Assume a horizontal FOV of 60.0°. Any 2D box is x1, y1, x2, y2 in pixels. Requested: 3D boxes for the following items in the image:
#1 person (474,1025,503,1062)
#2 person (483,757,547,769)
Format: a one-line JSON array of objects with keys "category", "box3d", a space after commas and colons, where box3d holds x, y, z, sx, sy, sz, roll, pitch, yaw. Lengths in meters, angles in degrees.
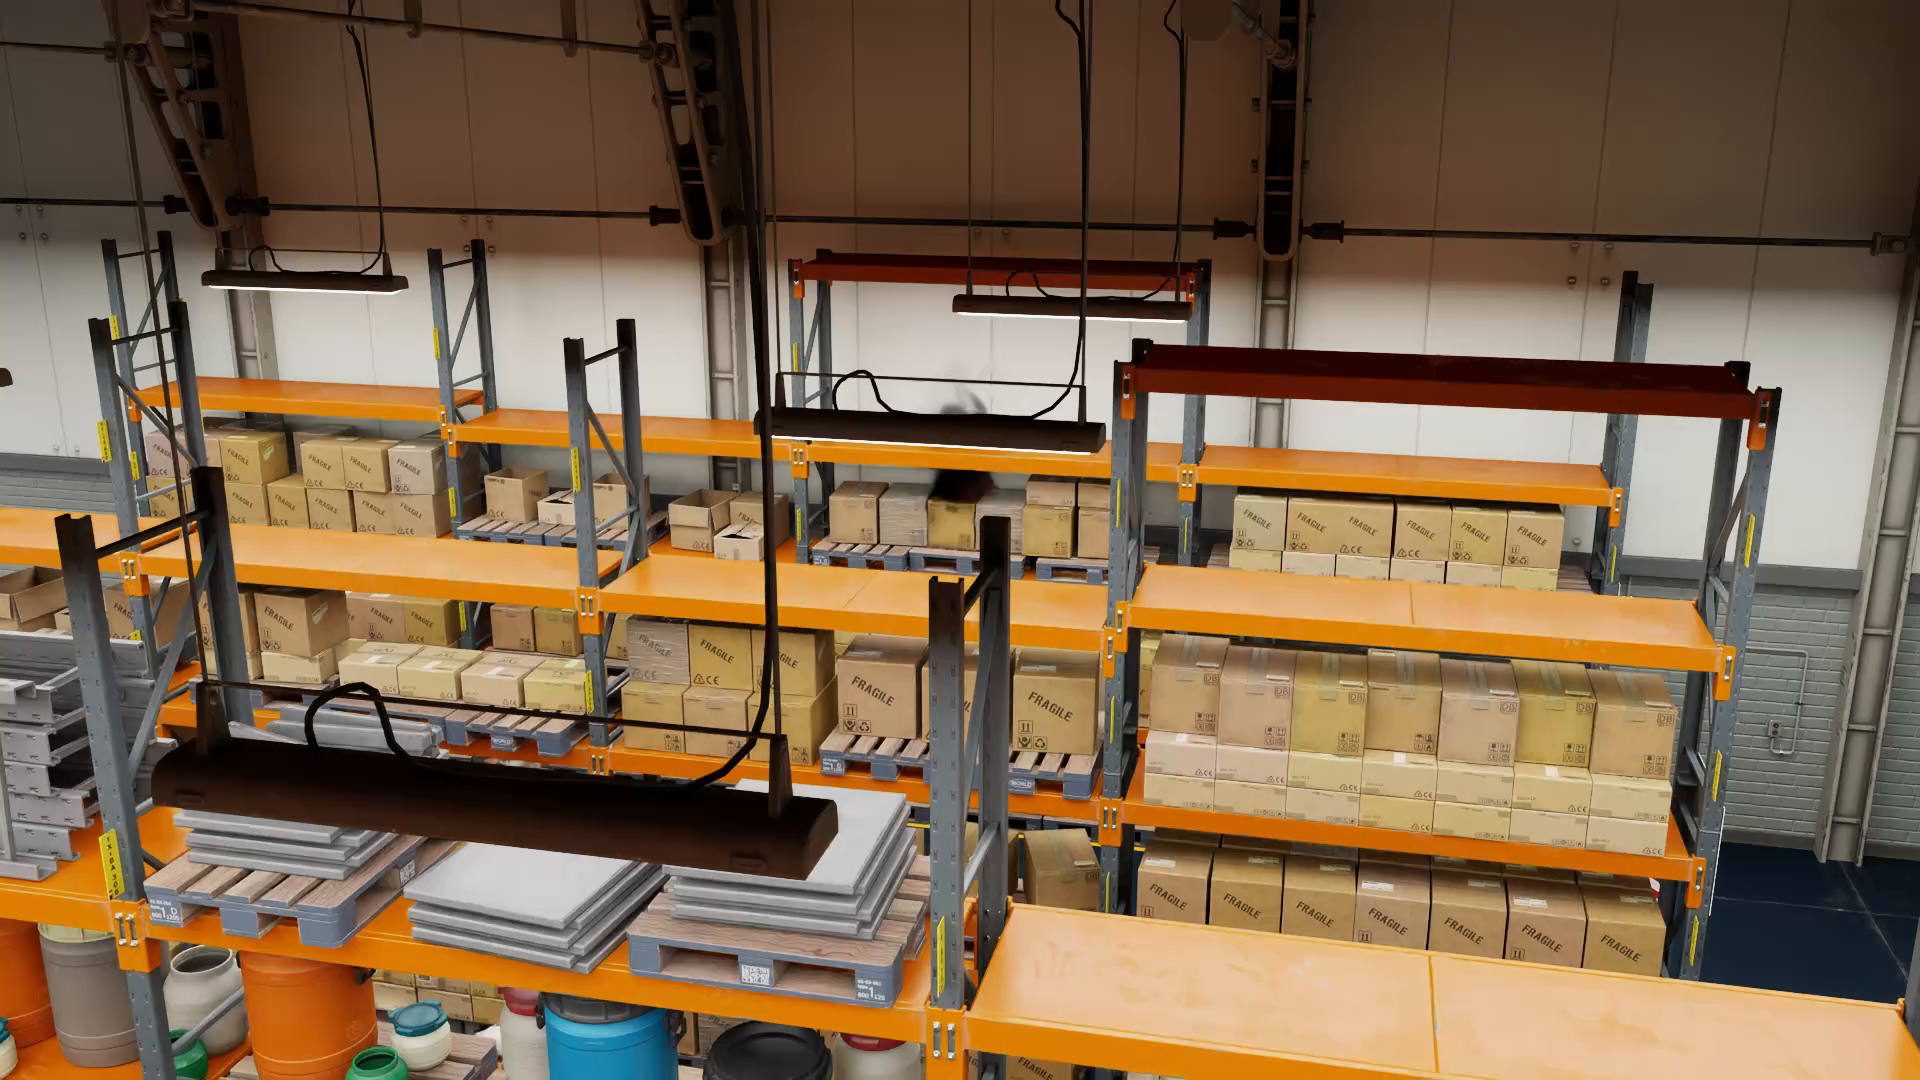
[{"category": "person", "box3d": [-3.161, 4.082, 11.345, 0.565, 1.728, 0.713, 1, 16, 3]}, {"category": "person", "box3d": [-4.244, 2.472, 16.276, 0.837, 1.838, 0.640, 0, 16, 1]}]
